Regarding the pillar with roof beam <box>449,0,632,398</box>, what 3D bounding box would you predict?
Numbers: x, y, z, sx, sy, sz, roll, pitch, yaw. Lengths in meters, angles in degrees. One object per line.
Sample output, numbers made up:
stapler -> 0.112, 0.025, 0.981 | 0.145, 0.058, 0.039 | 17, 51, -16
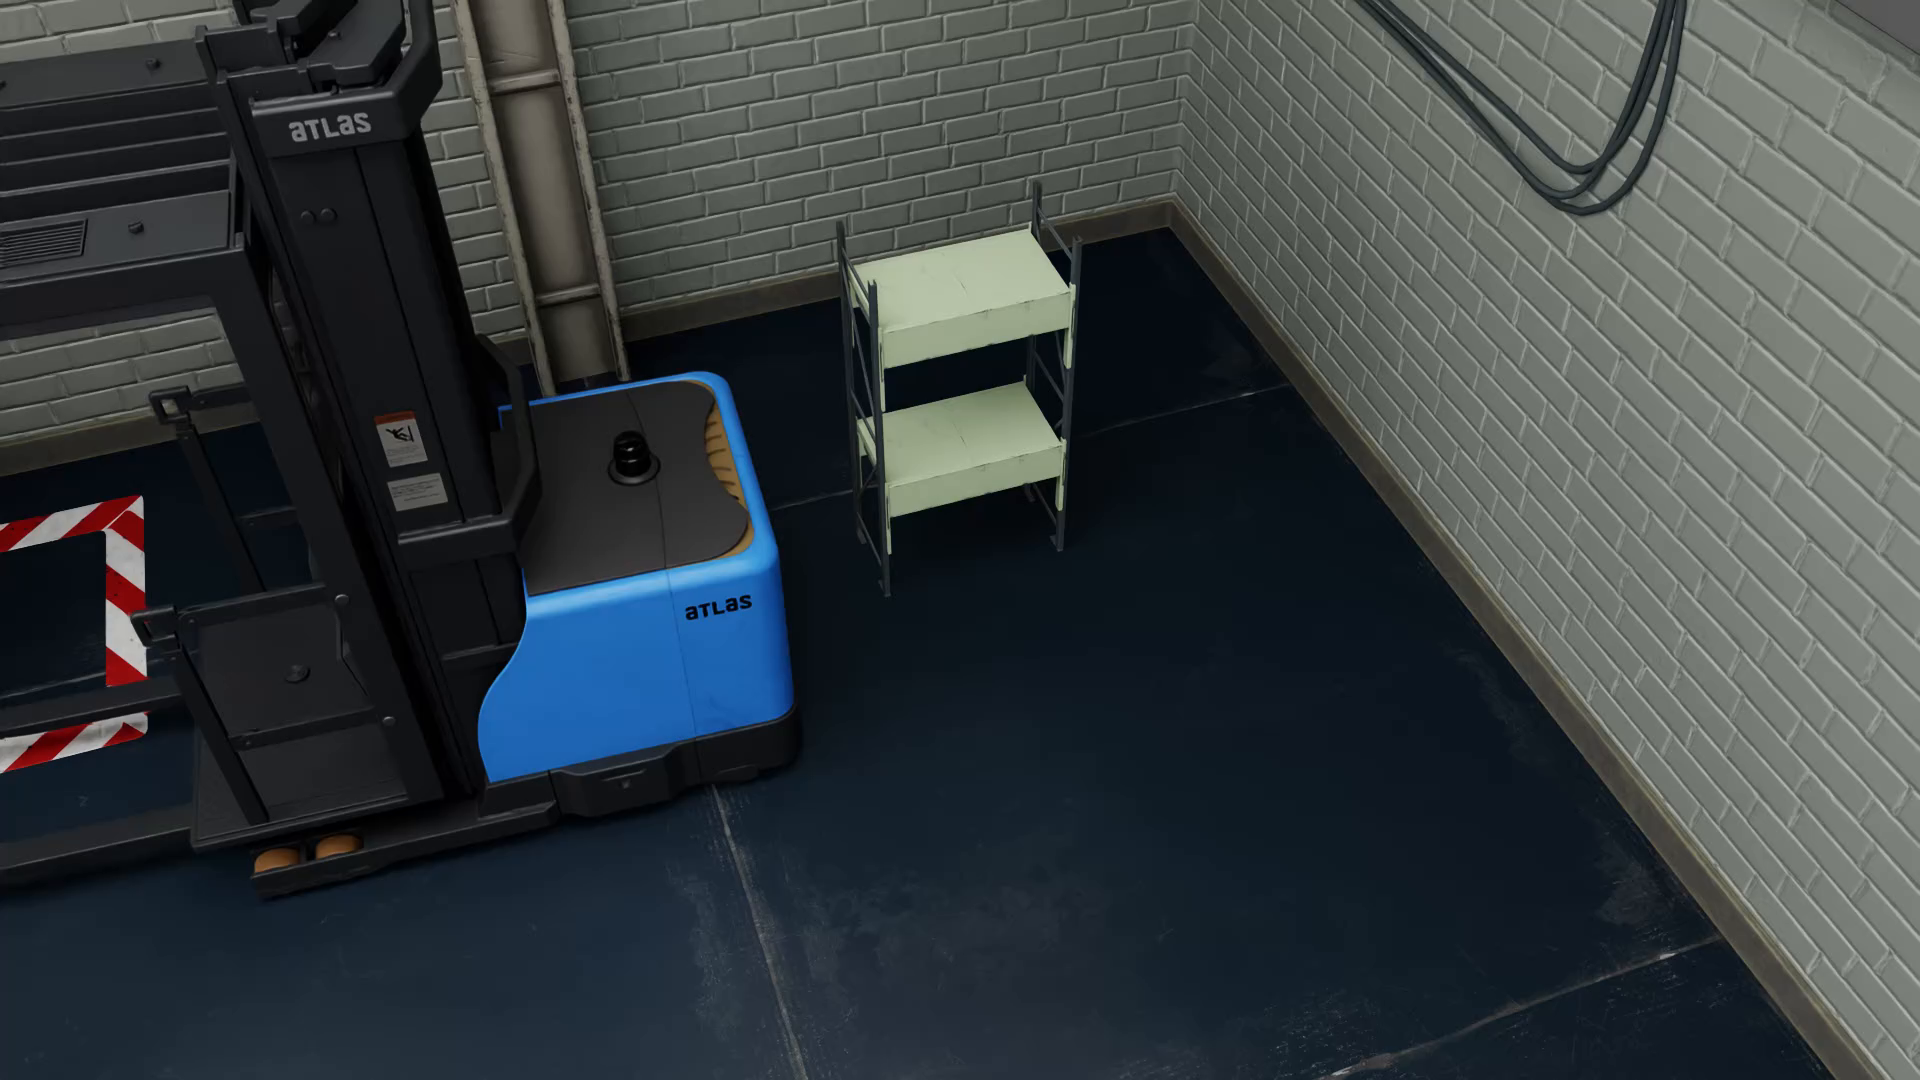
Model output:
pillar with roof beam -> -0.249, -1.084, 1.477 | 0.400, 9.000, 9.100 | -14, 47, -14

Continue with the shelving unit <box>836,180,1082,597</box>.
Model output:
shelving unit -> -0.006, -0.528, 6.217 | 0.755, 1.500, 0.431 | -14, 47, -14

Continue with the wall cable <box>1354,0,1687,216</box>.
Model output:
wall cable -> 1.484, -2.753, 5.332 | 0.112, 2.526, 3.097 | -14, 47, -14

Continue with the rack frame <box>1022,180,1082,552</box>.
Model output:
rack frame -> 0.338, -0.616, 6.305 | 0.023, 1.500, 0.400 | -14, 47, -14

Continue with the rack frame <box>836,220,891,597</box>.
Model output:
rack frame -> -0.351, -0.440, 6.129 | 0.023, 1.500, 0.400 | -14, 47, -14

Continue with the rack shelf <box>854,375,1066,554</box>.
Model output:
rack shelf -> -0.006, -0.298, 6.448 | 0.720, 0.370, 0.431 | -14, 47, -14

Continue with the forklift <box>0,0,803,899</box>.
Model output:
forklift -> -2.135, -0.268, 4.948 | 3.031, 2.935, 1.130 | -12, 46, -11

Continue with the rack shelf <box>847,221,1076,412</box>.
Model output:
rack shelf -> -0.006, -0.803, 5.941 | 0.720, 0.370, 0.431 | -14, 47, -14
